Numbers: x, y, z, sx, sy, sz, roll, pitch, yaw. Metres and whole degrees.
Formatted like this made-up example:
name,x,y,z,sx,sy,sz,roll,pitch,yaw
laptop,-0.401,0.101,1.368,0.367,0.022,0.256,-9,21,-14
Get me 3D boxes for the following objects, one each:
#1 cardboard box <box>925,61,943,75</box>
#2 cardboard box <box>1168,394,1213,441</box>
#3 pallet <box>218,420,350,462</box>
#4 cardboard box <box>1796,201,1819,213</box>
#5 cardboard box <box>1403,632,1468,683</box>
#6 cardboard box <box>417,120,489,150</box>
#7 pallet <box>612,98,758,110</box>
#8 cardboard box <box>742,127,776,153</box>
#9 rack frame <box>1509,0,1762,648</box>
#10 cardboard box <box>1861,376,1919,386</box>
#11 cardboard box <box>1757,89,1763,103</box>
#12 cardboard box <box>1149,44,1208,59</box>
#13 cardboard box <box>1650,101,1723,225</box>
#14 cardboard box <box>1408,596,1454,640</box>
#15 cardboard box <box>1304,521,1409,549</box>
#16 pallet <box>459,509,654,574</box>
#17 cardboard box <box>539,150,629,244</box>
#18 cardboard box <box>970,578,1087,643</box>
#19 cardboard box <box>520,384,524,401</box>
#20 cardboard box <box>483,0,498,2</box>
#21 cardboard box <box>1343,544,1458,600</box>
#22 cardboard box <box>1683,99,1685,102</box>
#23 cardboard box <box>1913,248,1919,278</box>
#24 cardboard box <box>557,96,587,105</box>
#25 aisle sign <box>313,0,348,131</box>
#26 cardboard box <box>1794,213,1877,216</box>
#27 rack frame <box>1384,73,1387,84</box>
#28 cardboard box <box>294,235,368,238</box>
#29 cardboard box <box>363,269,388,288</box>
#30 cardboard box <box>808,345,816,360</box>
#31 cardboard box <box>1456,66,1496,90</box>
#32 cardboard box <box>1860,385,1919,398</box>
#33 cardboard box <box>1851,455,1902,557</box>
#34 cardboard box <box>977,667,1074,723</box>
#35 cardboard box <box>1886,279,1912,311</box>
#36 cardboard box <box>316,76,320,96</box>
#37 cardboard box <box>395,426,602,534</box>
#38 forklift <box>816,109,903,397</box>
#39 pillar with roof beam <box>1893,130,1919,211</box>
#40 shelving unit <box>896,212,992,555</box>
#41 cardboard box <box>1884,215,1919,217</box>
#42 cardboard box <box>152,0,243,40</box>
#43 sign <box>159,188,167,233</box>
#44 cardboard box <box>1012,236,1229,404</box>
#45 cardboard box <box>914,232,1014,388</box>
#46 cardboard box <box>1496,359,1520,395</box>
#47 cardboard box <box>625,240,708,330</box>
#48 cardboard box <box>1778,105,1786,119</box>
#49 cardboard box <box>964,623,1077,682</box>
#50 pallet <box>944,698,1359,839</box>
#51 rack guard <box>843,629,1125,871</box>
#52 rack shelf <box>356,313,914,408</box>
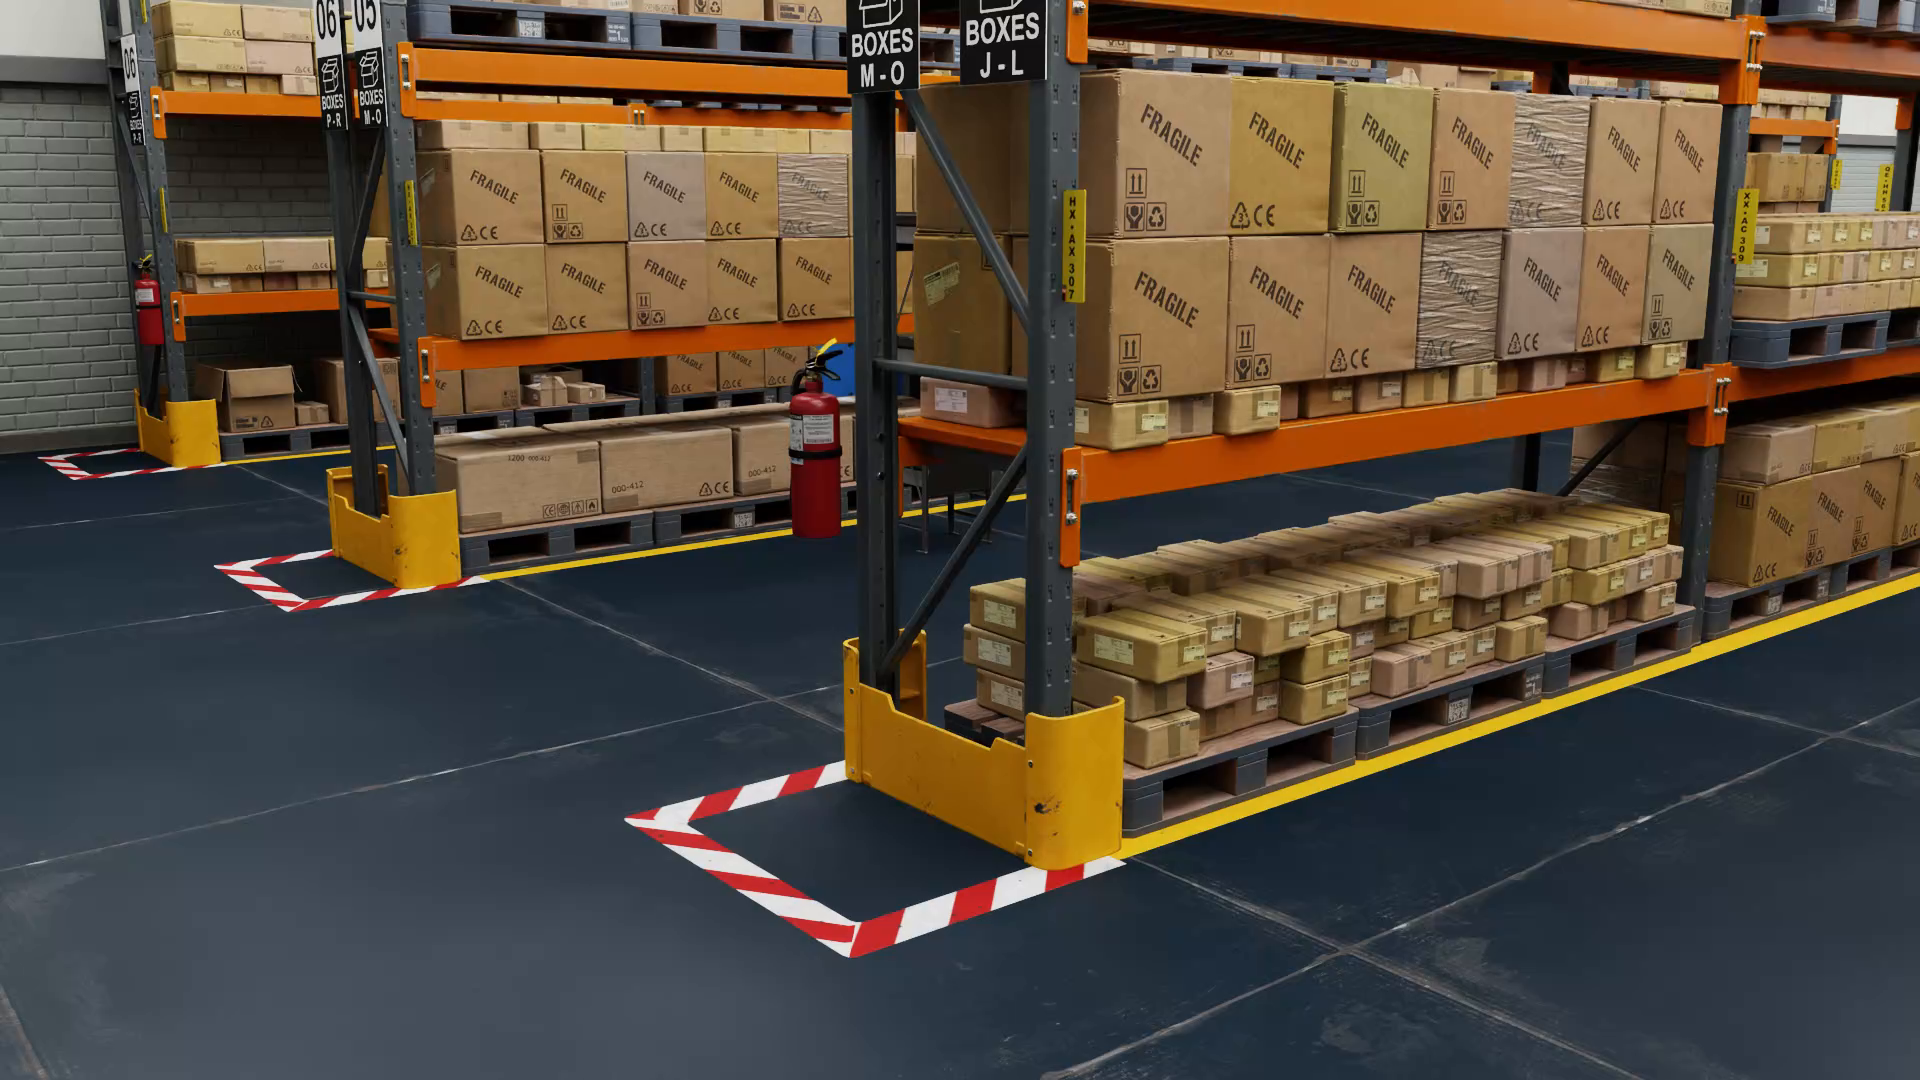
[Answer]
name,x,y,z,sx,sy,sz,roll,pitch,yaw
cardboard box,-0.390,-4.785,16.907,0.250,0.149,0.380,-10,16,-40
cardboard box,0.624,-0.434,5.555,0.250,0.149,0.380,-9,15,-36
pallet,-5.600,-0.872,13.726,1.213,0.211,1.003,-9,15,-38
cardboard box,9.064,-3.473,18.307,0.500,0.500,0.500,-10,15,-39
cardboard box,1.802,0.442,6.678,0.250,0.149,0.380,-9,15,-38
cardboard box,-2.728,-2.174,8.937,0.250,0.149,0.380,-9,15,-36
pallet,-2.605,-4.090,15.400,1.003,0.211,1.213,-9,15,-38
cardboard box,-1.316,-2.411,10.050,0.250,0.149,0.380,-9,15,-38
rack frame,3.117,-1.047,7.838,0.127,3.000,1.000,-9,15,-38
cardboard box,5.551,-0.865,10.184,0.500,0.250,0.500,-10,16,-40
cardboard box,7.896,-4.624,17.108,0.500,0.250,0.500,-9,15,-37
cardboard box,1.591,-3.624,12.065,0.258,0.266,0.396,-8,14,-33
cardboard box,2.919,-1.626,7.199,0.500,0.500,0.500,-10,16,-40
cardboard box,1.767,0.276,6.745,0.250,0.149,0.380,-9,15,-35
cardboard box,1.699,0.035,7.162,0.250,0.149,0.380,-10,16,-40
pallet,-2.602,-0.070,9.951,1.213,0.211,1.003,-9,15,-38
cardboard box,-2.226,-1.940,9.396,0.500,0.500,0.500,-10,16,-39
cardboard box,0.249,0.260,6.102,0.250,0.149,0.380,-9,15,-37
cardboard box,-4.160,-1.349,15.111,0.250,0.149,0.380,-10,15,-38
cardboard box,-2.883,-3.039,9.107,0.500,0.250,0.500,-11,16,-43
cardboard box,1.767,0.135,6.691,0.250,0.149,0.380,-9,15,-38
cardboard box,6.953,-4.295,16.517,0.250,0.149,0.380,-9,15,-38
cardboard box,4.733,-1.423,8.485,0.250,0.149,0.380,-10,15,-39
cardboard box,-3.447,-3.860,14.469,0.250,0.149,0.380,-9,15,-38
aisle sign,-3.428,-2.630,9.036,0.004,0.787,0.394,-9,15,-38
cardboard box,4.939,-1.775,9.428,0.250,0.149,0.380,-9,15,-35
rack frame,3.069,-2.356,14.002,0.127,3.000,1.000,-9,15,-38
cardboard box,-5.295,-2.427,13.984,0.500,0.250,0.500,-9,15,-36
cardboard box,-4.816,-2.157,13.669,0.250,0.149,0.380,-10,16,-39
cardboard box,-1.429,-1.851,16.633,0.500,0.500,0.500,-10,16,-40
cardboard box,4.242,-4.076,14.634,0.637,0.503,0.797,-9,15,-38
cardboard box,5.483,-0.717,9.486,0.500,0.250,0.500,-9,15,-37
cardboard box,4.672,-0.222,8.958,0.500,0.500,0.500,-9,15,-37
cardboard box,0.274,0.559,6.127,0.250,0.149,0.380,-9,15,-37
cardboard box,4.518,-1.240,8.342,0.250,0.149,0.380,-10,16,-40
cardboard box,-5.029,-3.590,13.197,0.250,0.149,0.380,-9,15,-38
cardboard box,-2.725,-0.372,9.815,0.875,0.438,0.875,-10,16,-40
forklift,0.300,-2.280,13.810,3.031,2.935,1.130,-9,15,-36
pillar with roof beam,21.850,-8.826,30.031,0.400,9.000,9.100,-9,15,-38
shelving unit,-0.129,-1.006,9.810,0.503,2.100,0.431,-9,15,-38
cardboard box,4.929,-1.601,8.607,0.250,0.149,0.380,-9,15,-36
cardboard box,-5.778,-3.923,12.603,0.500,0.250,0.500,-10,15,-38
sign,-5.942,-2.458,12.398,0.005,0.325,0.100,-9,15,-38
cardboard box,0.517,-0.736,5.416,0.500,0.500,0.500,-9,15,-35
cardboard box,0.184,-0.823,5.824,0.500,0.500,0.500,-9,15,-37
cardboard box,2.019,-0.679,6.710,0.250,0.149,0.380,-10,15,-38
cardboard box,-1.837,-1.516,9.804,0.500,0.500,0.500,-10,15,-38
cardboard box,8.570,-4.558,17.756,0.250,0.149,0.380,-9,15,-37
cardboard box,0.227,0.401,6.156,0.250,0.149,0.380,-10,16,-39
pallet,0.709,0.726,6.200,1.213,0.211,1.003,-9,15,-38
rack guard,0.053,0.685,5.700,0.348,0.500,1.175,-9,15,-38
rack shelf,-1.616,-1.225,10.410,4.000,0.370,1.077,-9,15,-38
